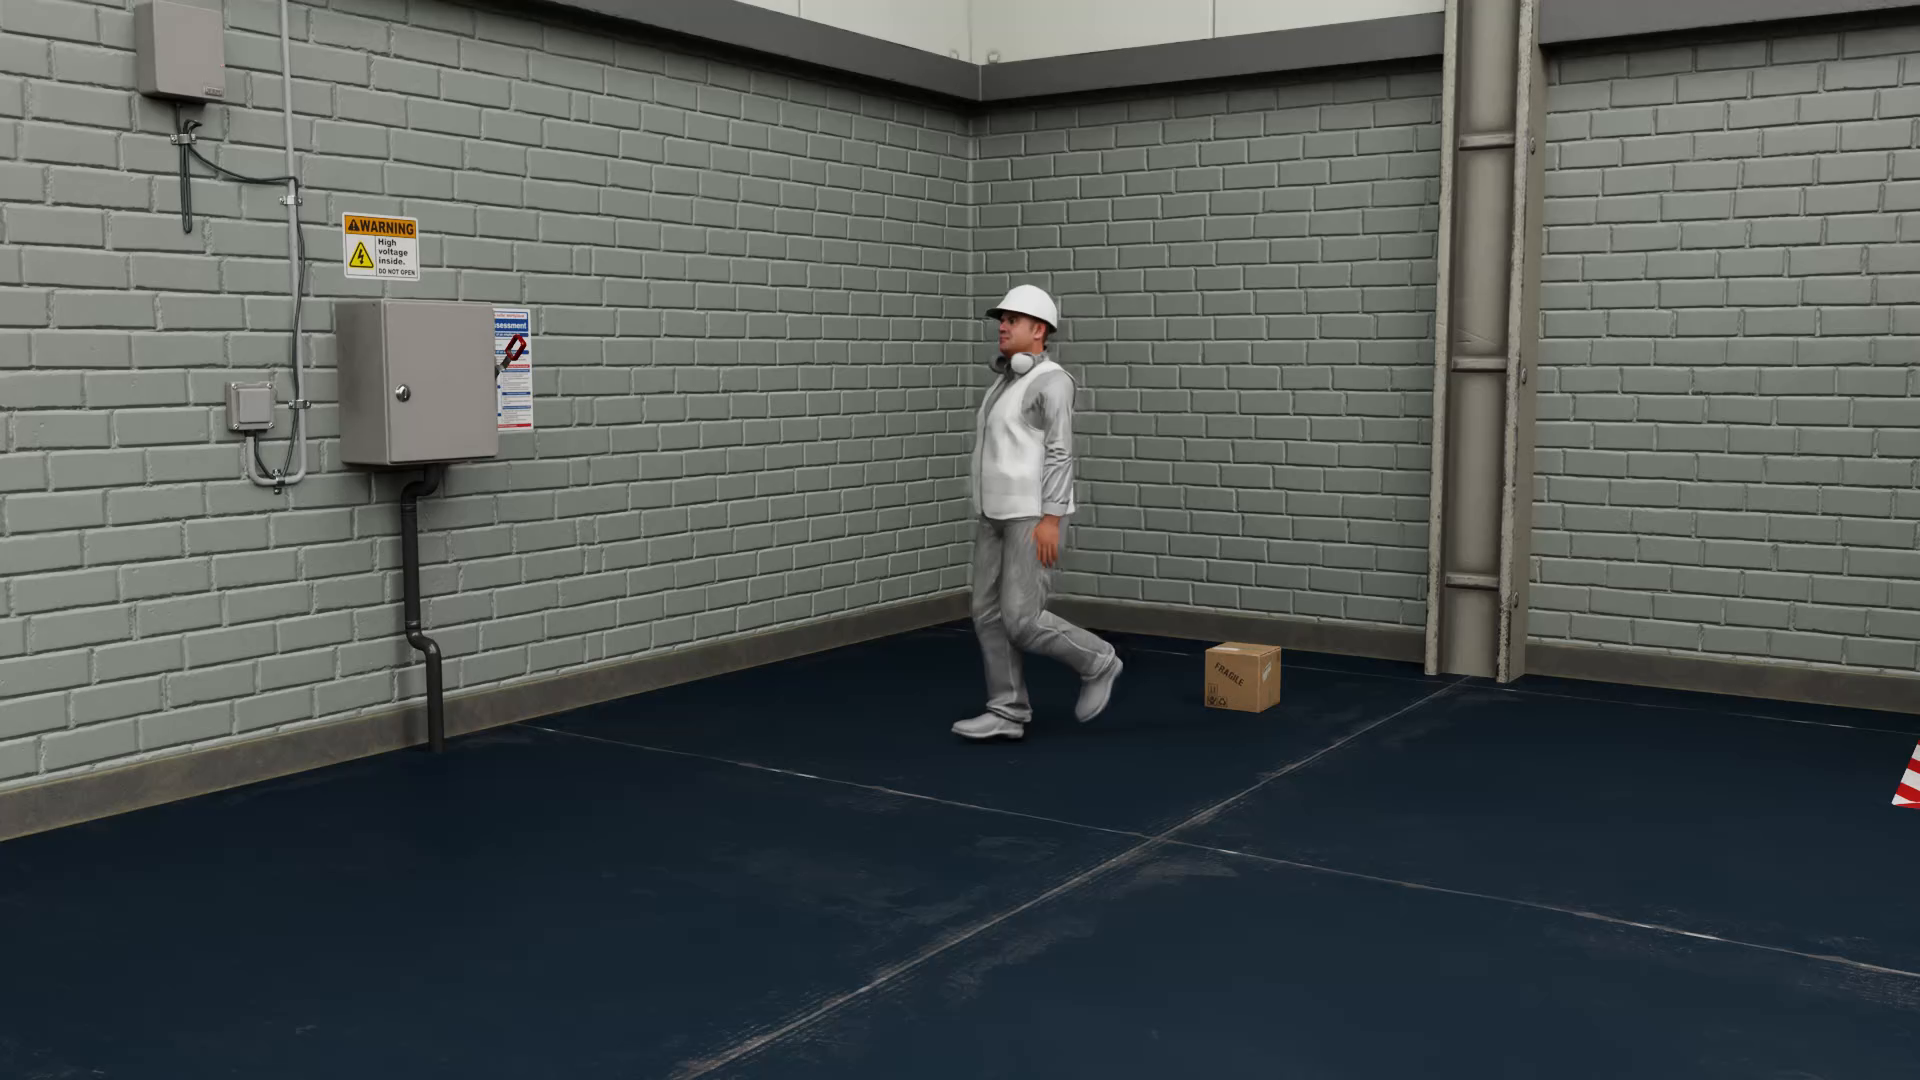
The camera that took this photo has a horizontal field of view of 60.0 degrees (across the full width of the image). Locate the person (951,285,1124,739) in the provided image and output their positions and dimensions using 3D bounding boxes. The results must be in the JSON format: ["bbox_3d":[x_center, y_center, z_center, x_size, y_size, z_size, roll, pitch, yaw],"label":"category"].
[{"bbox_3d":[0.296,-0.103,6.463,0.670,1.759,0.539,-3,7,-25],"label":"person"}]
